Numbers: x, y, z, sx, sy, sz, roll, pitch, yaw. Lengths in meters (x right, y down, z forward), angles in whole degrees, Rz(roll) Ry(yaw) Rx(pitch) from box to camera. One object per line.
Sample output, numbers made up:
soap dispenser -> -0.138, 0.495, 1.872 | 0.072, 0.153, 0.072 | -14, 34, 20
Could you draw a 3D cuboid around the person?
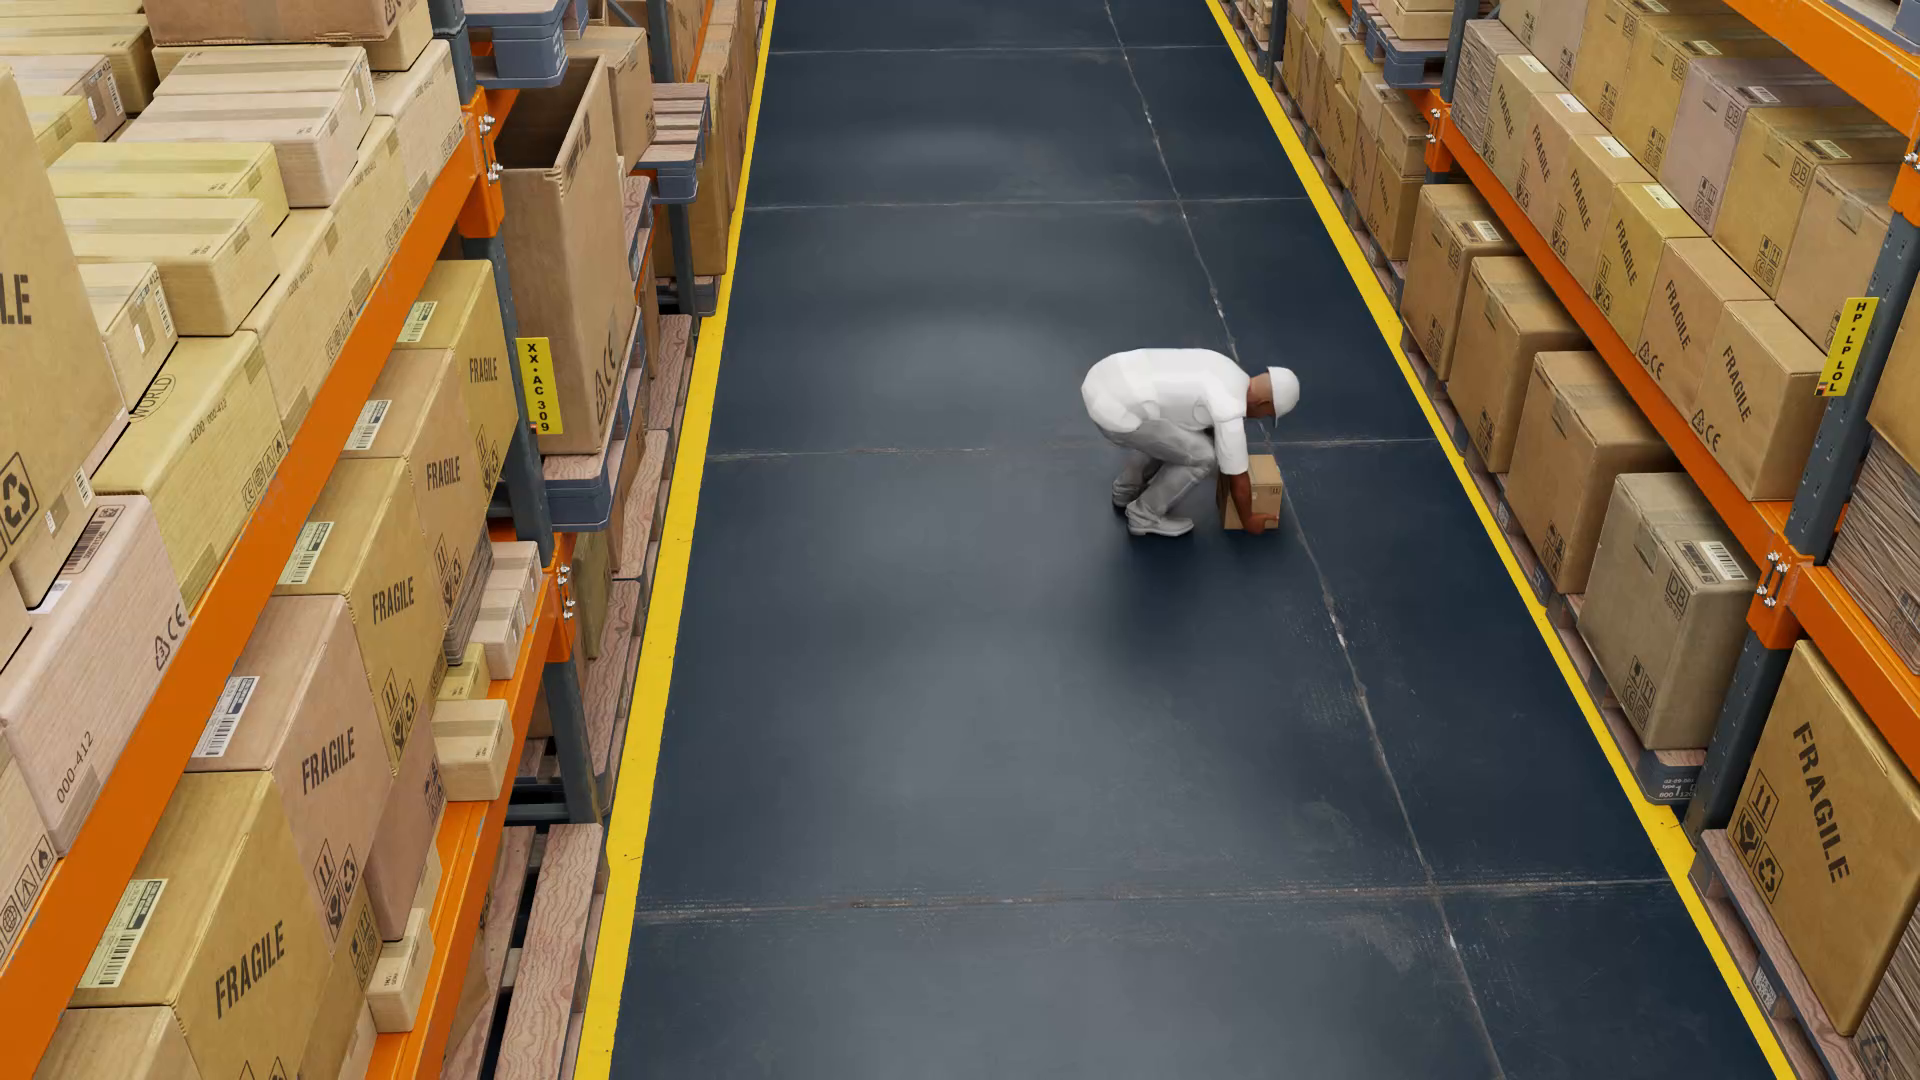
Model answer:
person -> 1.040, -0.467, 7.597 | 0.980, 0.874, 0.507 | -3, 35, -4
